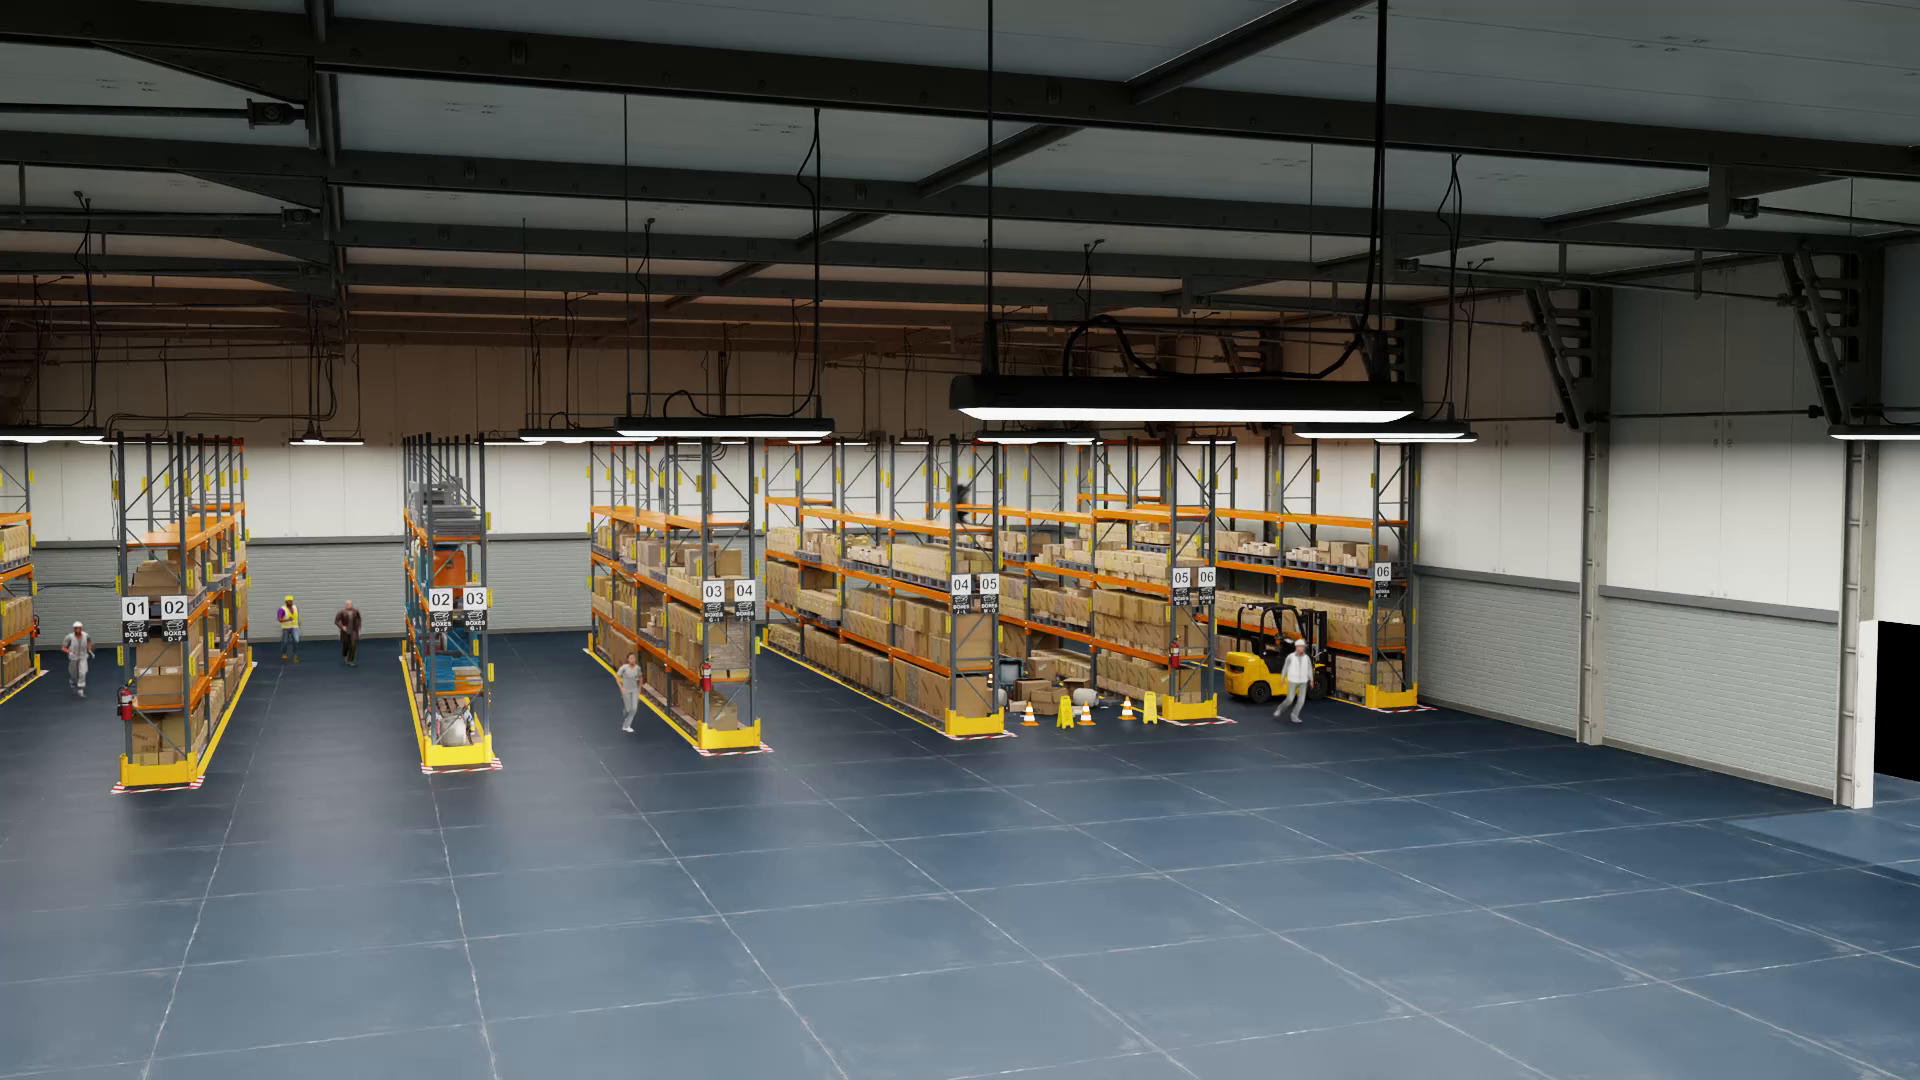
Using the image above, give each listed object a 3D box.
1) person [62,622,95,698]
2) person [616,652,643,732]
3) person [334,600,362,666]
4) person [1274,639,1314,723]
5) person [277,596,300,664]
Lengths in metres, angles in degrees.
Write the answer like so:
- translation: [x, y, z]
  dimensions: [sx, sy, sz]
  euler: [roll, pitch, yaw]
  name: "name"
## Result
- translation: [-20.289, 2.735, 38.221]
  dimensions: [0.668, 1.746, 0.893]
  euler: [-2, 4, -36]
  name: "person"
- translation: [-6.696, 3.061, 33.647]
  dimensions: [0.561, 1.609, 0.557]
  euler: [-2, 4, -28]
  name: "person"
- translation: [-16.127, 2.441, 43.832]
  dimensions: [0.704, 1.730, 0.829]
  euler: [-2, 4, -28]
  name: "person"
- translation: [6.956, 2.931, 34.645]
  dimensions: [0.761, 1.738, 0.570]
  euler: [-1, 3, -11]
  name: "person"
- translation: [-17.852, 2.388, 44.267]
  dimensions: [0.656, 1.823, 0.855]
  euler: [-3, 4, -40]
  name: "person"
